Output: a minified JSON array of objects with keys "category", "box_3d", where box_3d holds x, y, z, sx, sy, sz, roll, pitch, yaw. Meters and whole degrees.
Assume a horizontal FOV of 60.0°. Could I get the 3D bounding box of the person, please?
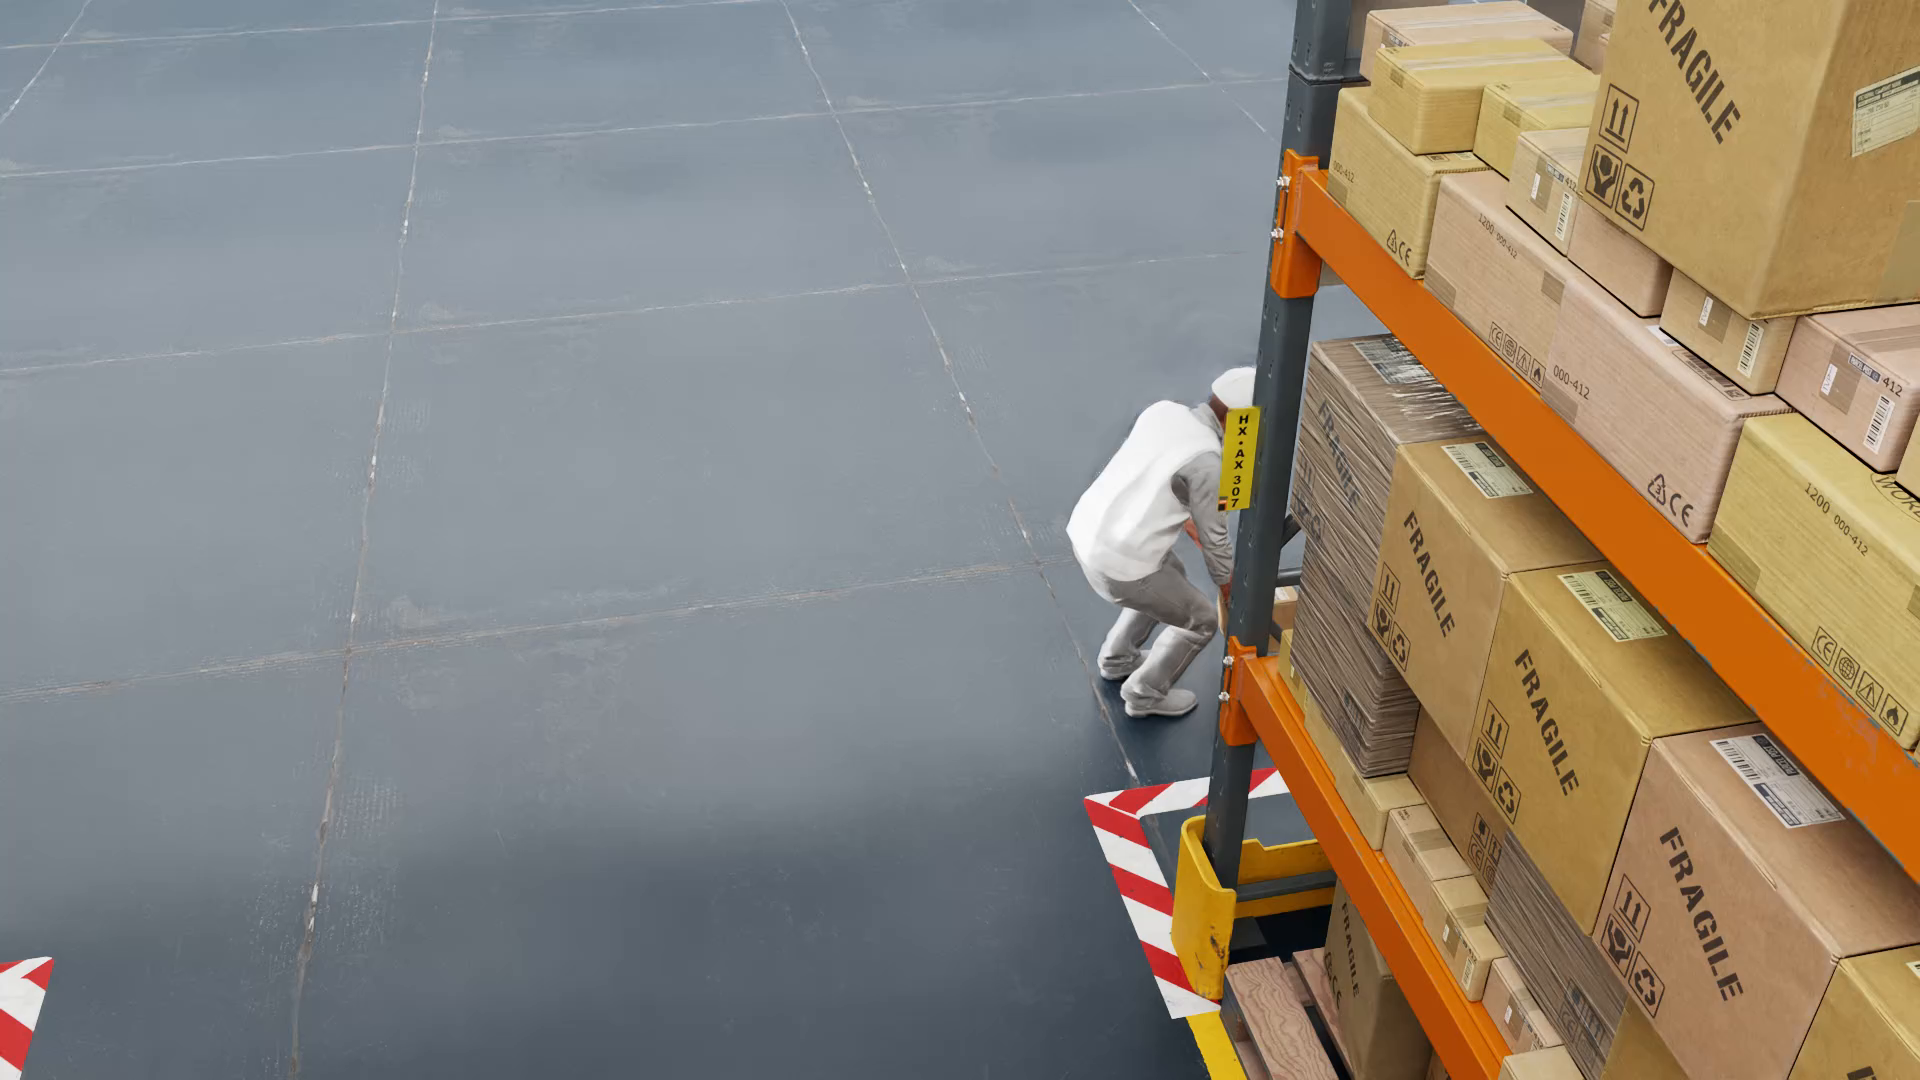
[{"category":"person","box_3d":[0.798,-0.004,6.443,0.768,1.422,0.592,-7,35,-10]}]
